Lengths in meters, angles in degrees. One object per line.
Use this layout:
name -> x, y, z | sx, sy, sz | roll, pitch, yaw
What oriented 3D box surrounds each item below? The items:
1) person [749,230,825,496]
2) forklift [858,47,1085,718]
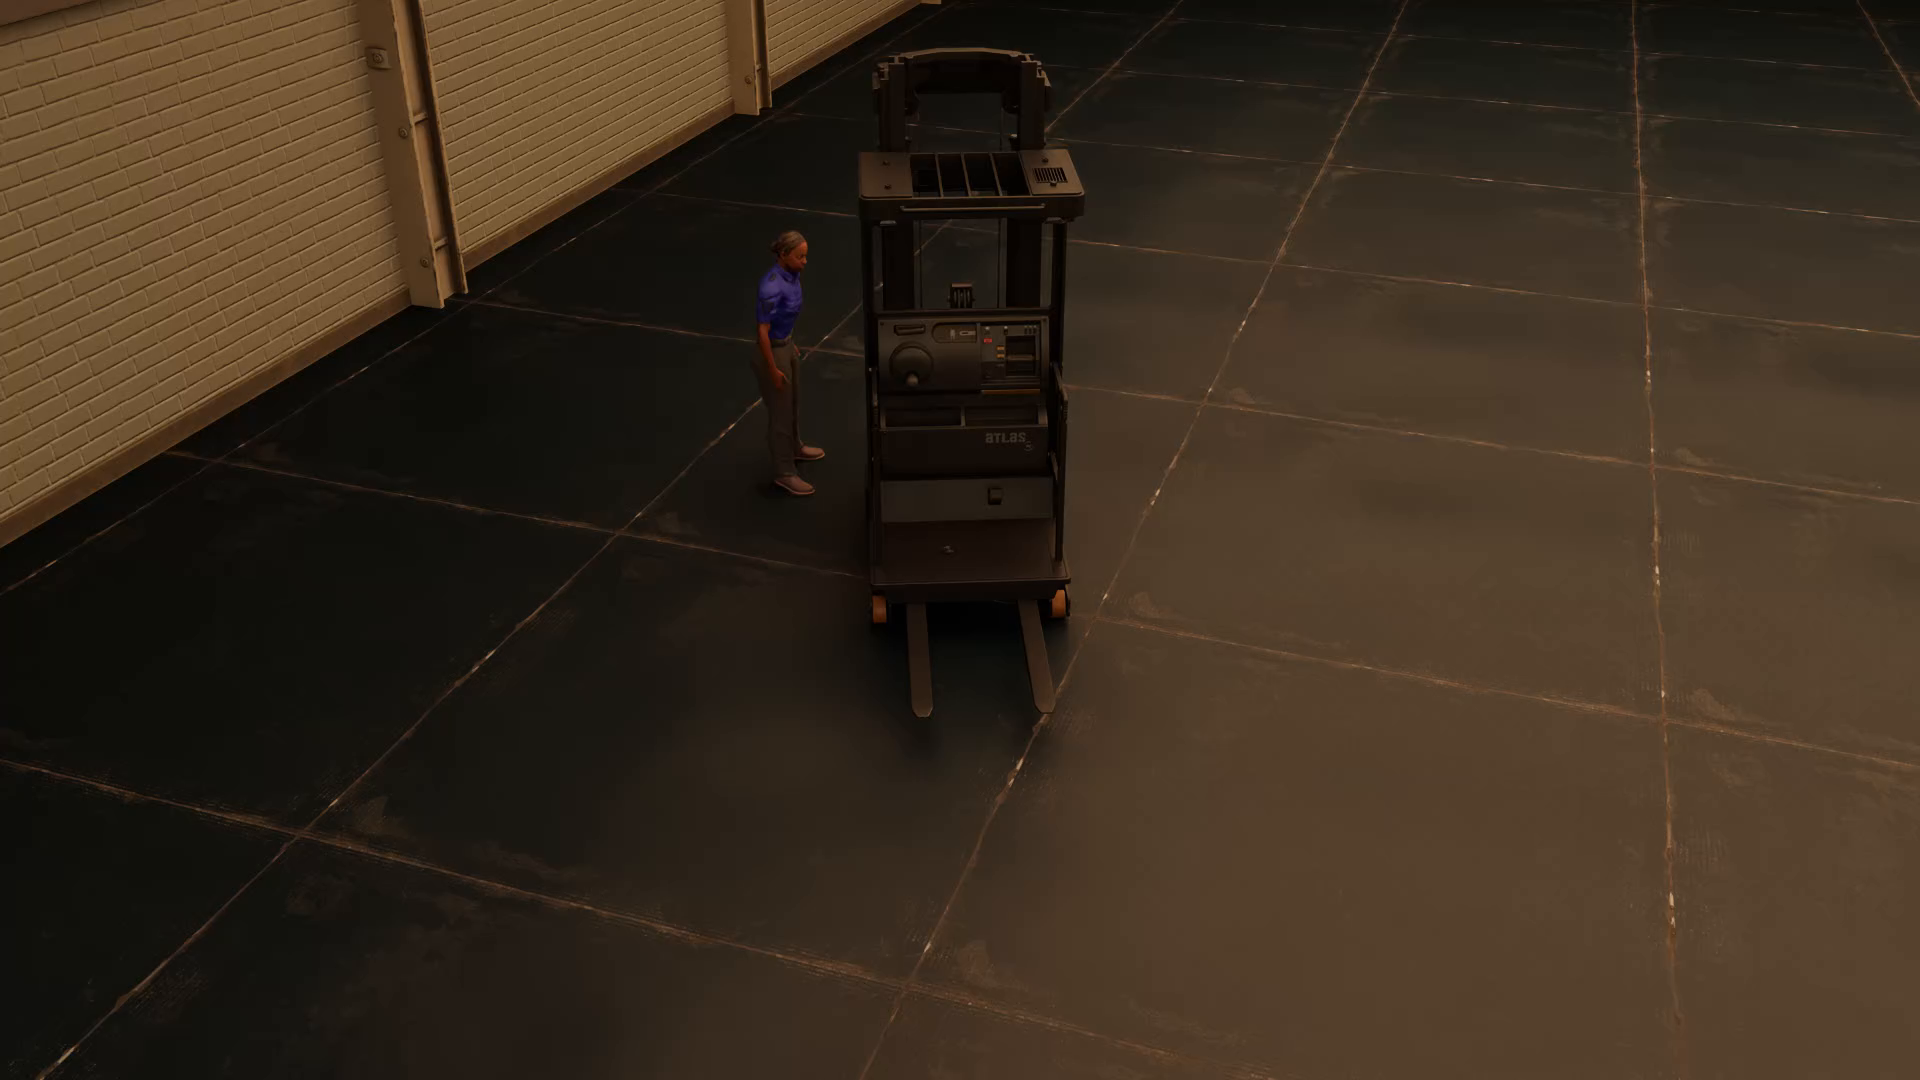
person -> -1.093, -1.148, 10.447 | 0.405, 1.660, 0.615 | 4, 30, 8
forklift -> 0.035, -0.972, 8.842 | 1.130, 2.935, 3.031 | -2, 30, -3
